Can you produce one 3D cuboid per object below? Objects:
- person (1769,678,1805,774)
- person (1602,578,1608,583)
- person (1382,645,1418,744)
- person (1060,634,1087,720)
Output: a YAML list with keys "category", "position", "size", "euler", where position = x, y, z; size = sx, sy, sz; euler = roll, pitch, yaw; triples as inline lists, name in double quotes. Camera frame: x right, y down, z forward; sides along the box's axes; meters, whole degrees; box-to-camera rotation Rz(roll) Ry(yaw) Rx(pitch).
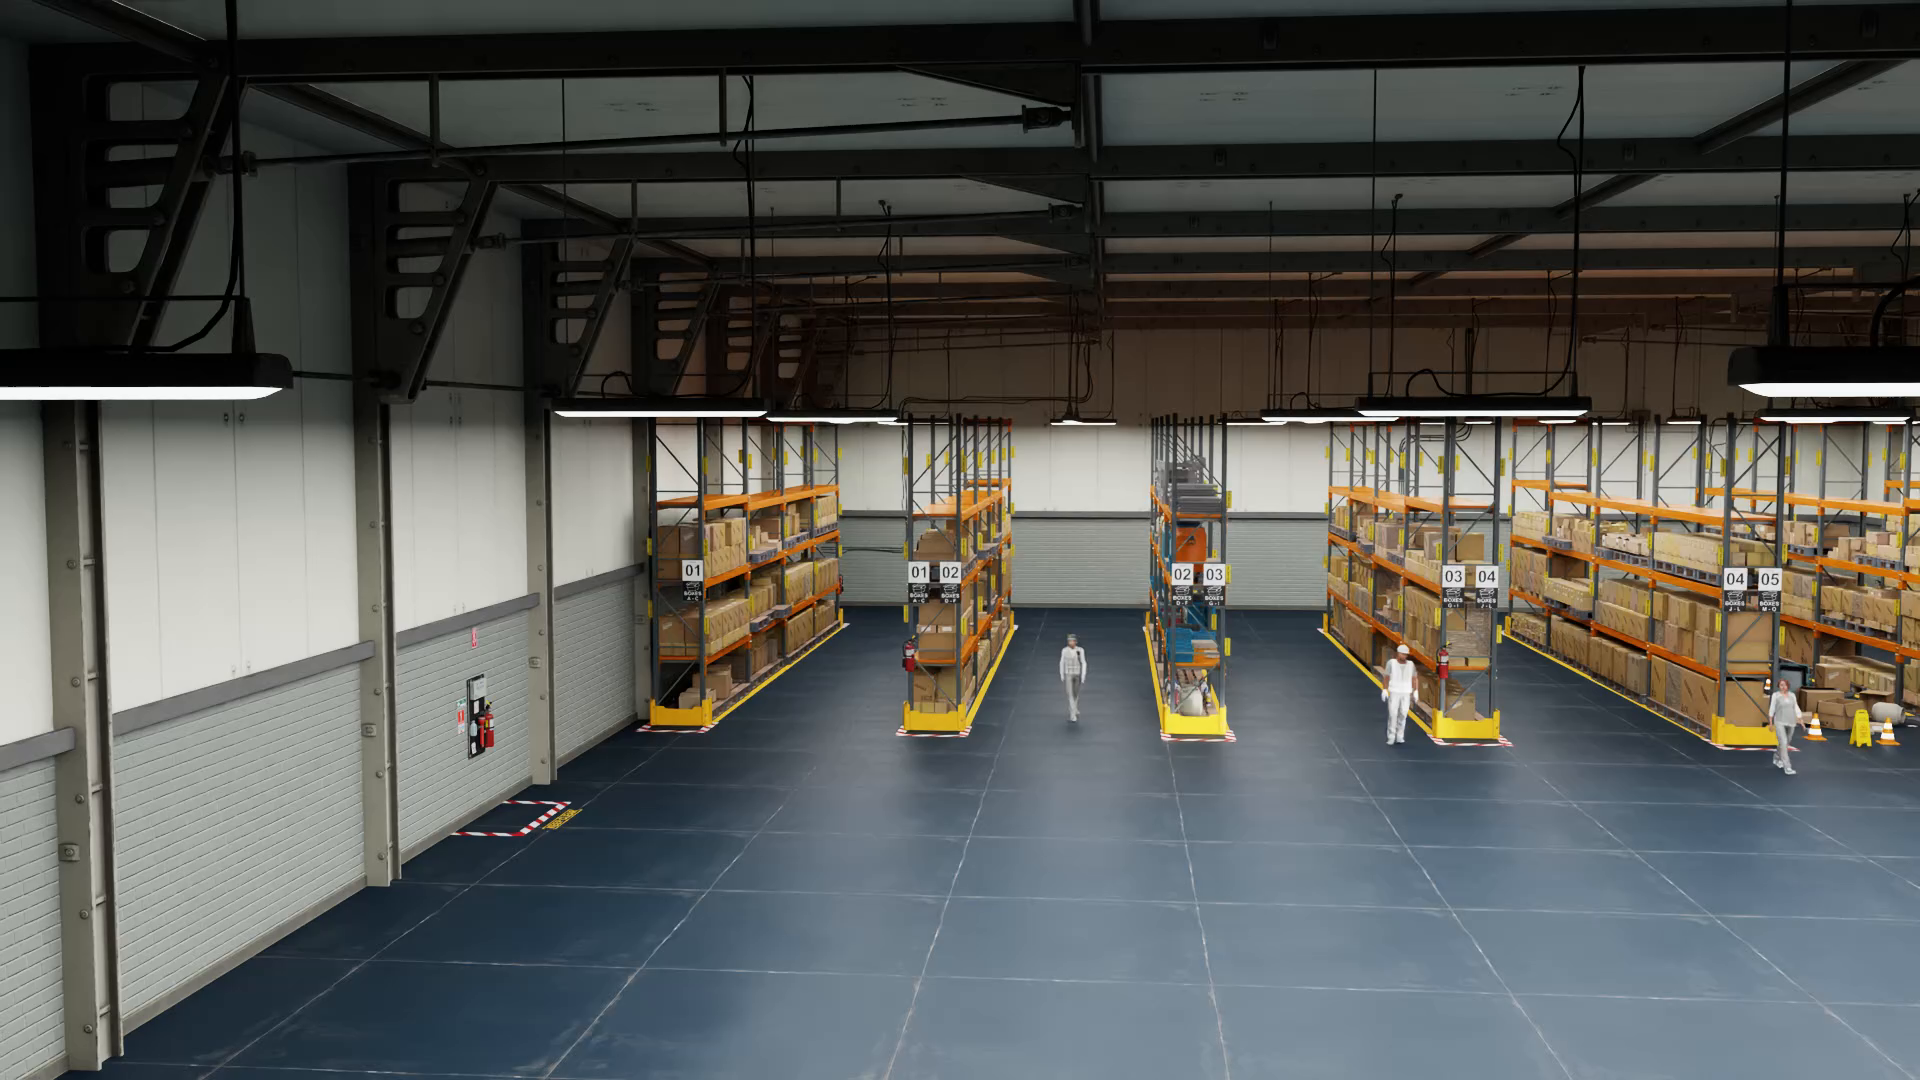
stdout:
- category: "person"
  position: [13.721, 3.085, 27.606]
  size: [0.448, 1.522, 0.893]
  euler: [0, 4, 1]
- category: "person"
  position: [17.045, 1.897, 43.749]
  size: [0.577, 1.783, 0.534]
  euler: [0, 4, 6]
- category: "person"
  position: [7.999, 2.837, 30.228]
  size: [0.639, 1.872, 0.388]
  euler: [0, 4, 4]
- category: "person"
  position: [2.242, 2.673, 32.834]
  size: [0.514, 1.633, 0.889]
  euler: [0, 4, -2]
